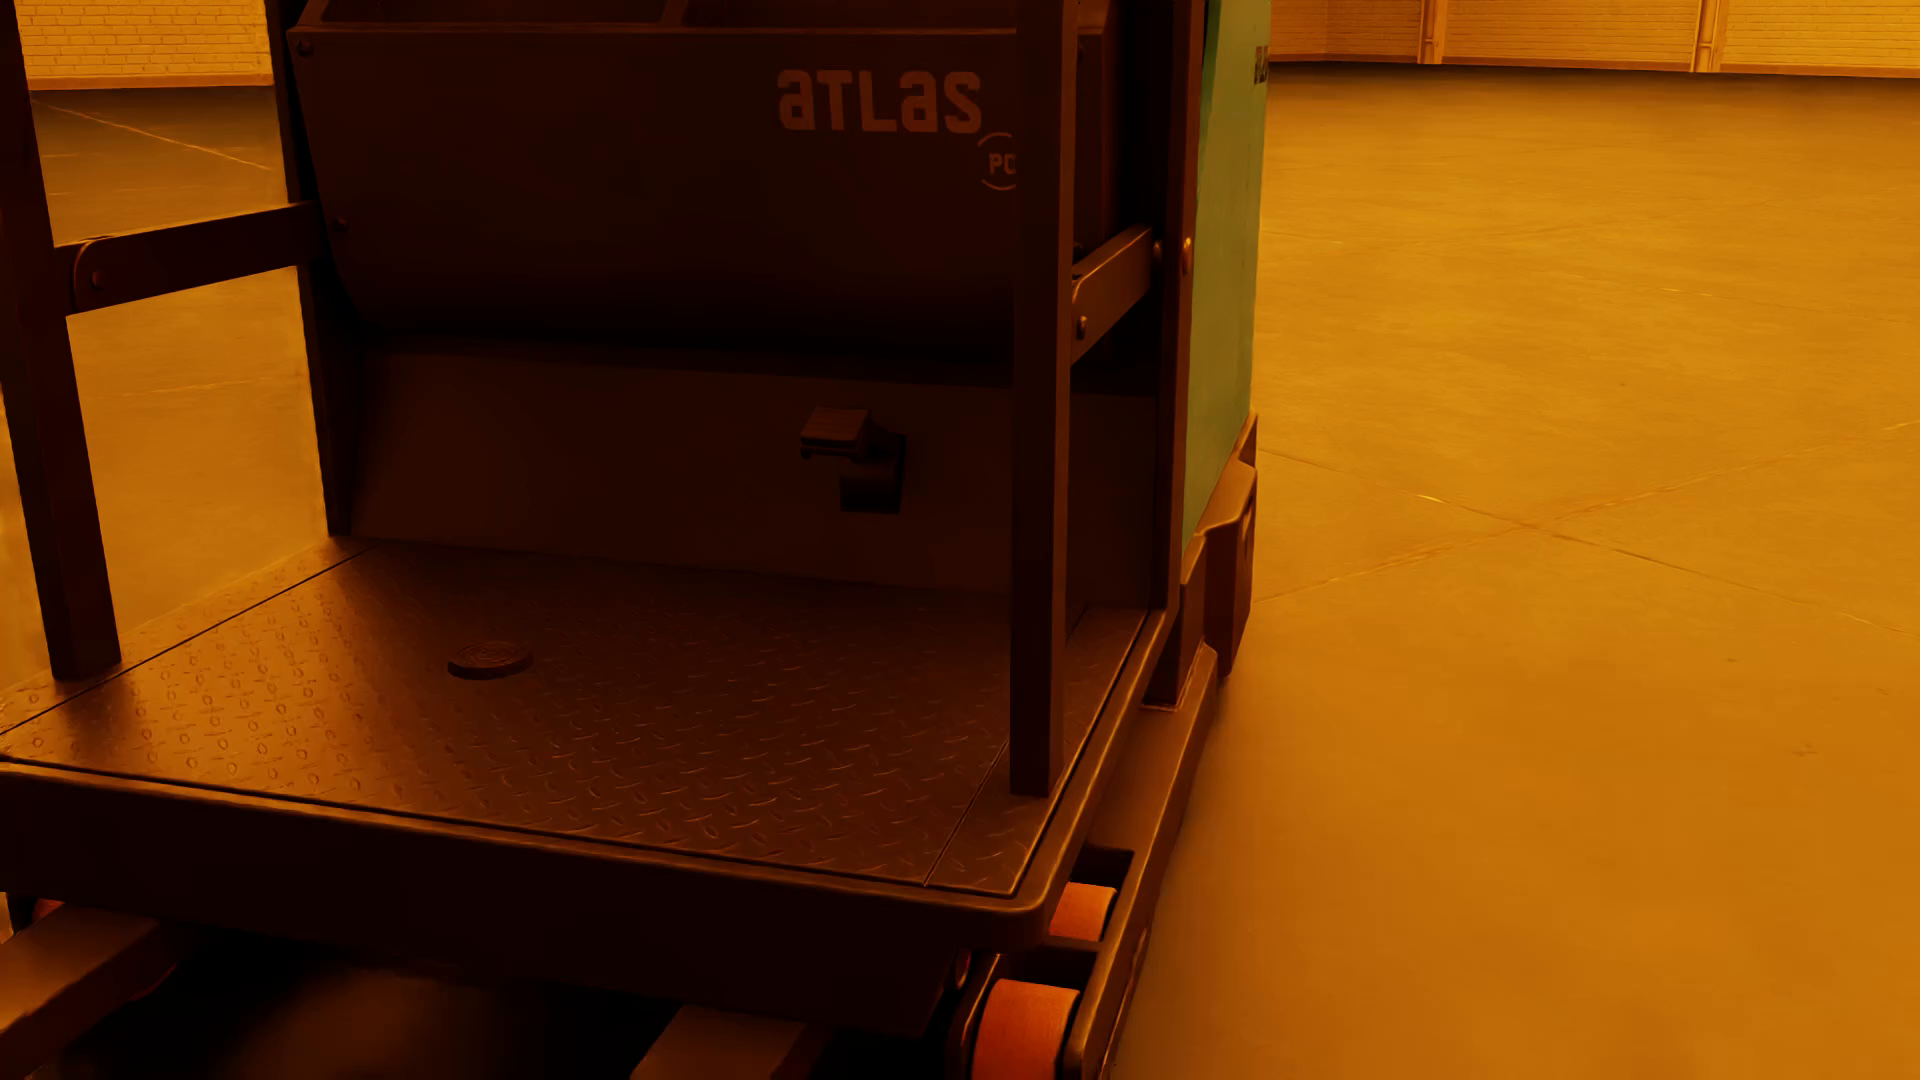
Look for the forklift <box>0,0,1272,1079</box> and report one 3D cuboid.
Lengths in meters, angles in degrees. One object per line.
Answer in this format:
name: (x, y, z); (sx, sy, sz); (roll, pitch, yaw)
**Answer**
forklift: (-0.342, -0.958, 1.478); (1.130, 2.935, 3.031); (5, 18, 14)
